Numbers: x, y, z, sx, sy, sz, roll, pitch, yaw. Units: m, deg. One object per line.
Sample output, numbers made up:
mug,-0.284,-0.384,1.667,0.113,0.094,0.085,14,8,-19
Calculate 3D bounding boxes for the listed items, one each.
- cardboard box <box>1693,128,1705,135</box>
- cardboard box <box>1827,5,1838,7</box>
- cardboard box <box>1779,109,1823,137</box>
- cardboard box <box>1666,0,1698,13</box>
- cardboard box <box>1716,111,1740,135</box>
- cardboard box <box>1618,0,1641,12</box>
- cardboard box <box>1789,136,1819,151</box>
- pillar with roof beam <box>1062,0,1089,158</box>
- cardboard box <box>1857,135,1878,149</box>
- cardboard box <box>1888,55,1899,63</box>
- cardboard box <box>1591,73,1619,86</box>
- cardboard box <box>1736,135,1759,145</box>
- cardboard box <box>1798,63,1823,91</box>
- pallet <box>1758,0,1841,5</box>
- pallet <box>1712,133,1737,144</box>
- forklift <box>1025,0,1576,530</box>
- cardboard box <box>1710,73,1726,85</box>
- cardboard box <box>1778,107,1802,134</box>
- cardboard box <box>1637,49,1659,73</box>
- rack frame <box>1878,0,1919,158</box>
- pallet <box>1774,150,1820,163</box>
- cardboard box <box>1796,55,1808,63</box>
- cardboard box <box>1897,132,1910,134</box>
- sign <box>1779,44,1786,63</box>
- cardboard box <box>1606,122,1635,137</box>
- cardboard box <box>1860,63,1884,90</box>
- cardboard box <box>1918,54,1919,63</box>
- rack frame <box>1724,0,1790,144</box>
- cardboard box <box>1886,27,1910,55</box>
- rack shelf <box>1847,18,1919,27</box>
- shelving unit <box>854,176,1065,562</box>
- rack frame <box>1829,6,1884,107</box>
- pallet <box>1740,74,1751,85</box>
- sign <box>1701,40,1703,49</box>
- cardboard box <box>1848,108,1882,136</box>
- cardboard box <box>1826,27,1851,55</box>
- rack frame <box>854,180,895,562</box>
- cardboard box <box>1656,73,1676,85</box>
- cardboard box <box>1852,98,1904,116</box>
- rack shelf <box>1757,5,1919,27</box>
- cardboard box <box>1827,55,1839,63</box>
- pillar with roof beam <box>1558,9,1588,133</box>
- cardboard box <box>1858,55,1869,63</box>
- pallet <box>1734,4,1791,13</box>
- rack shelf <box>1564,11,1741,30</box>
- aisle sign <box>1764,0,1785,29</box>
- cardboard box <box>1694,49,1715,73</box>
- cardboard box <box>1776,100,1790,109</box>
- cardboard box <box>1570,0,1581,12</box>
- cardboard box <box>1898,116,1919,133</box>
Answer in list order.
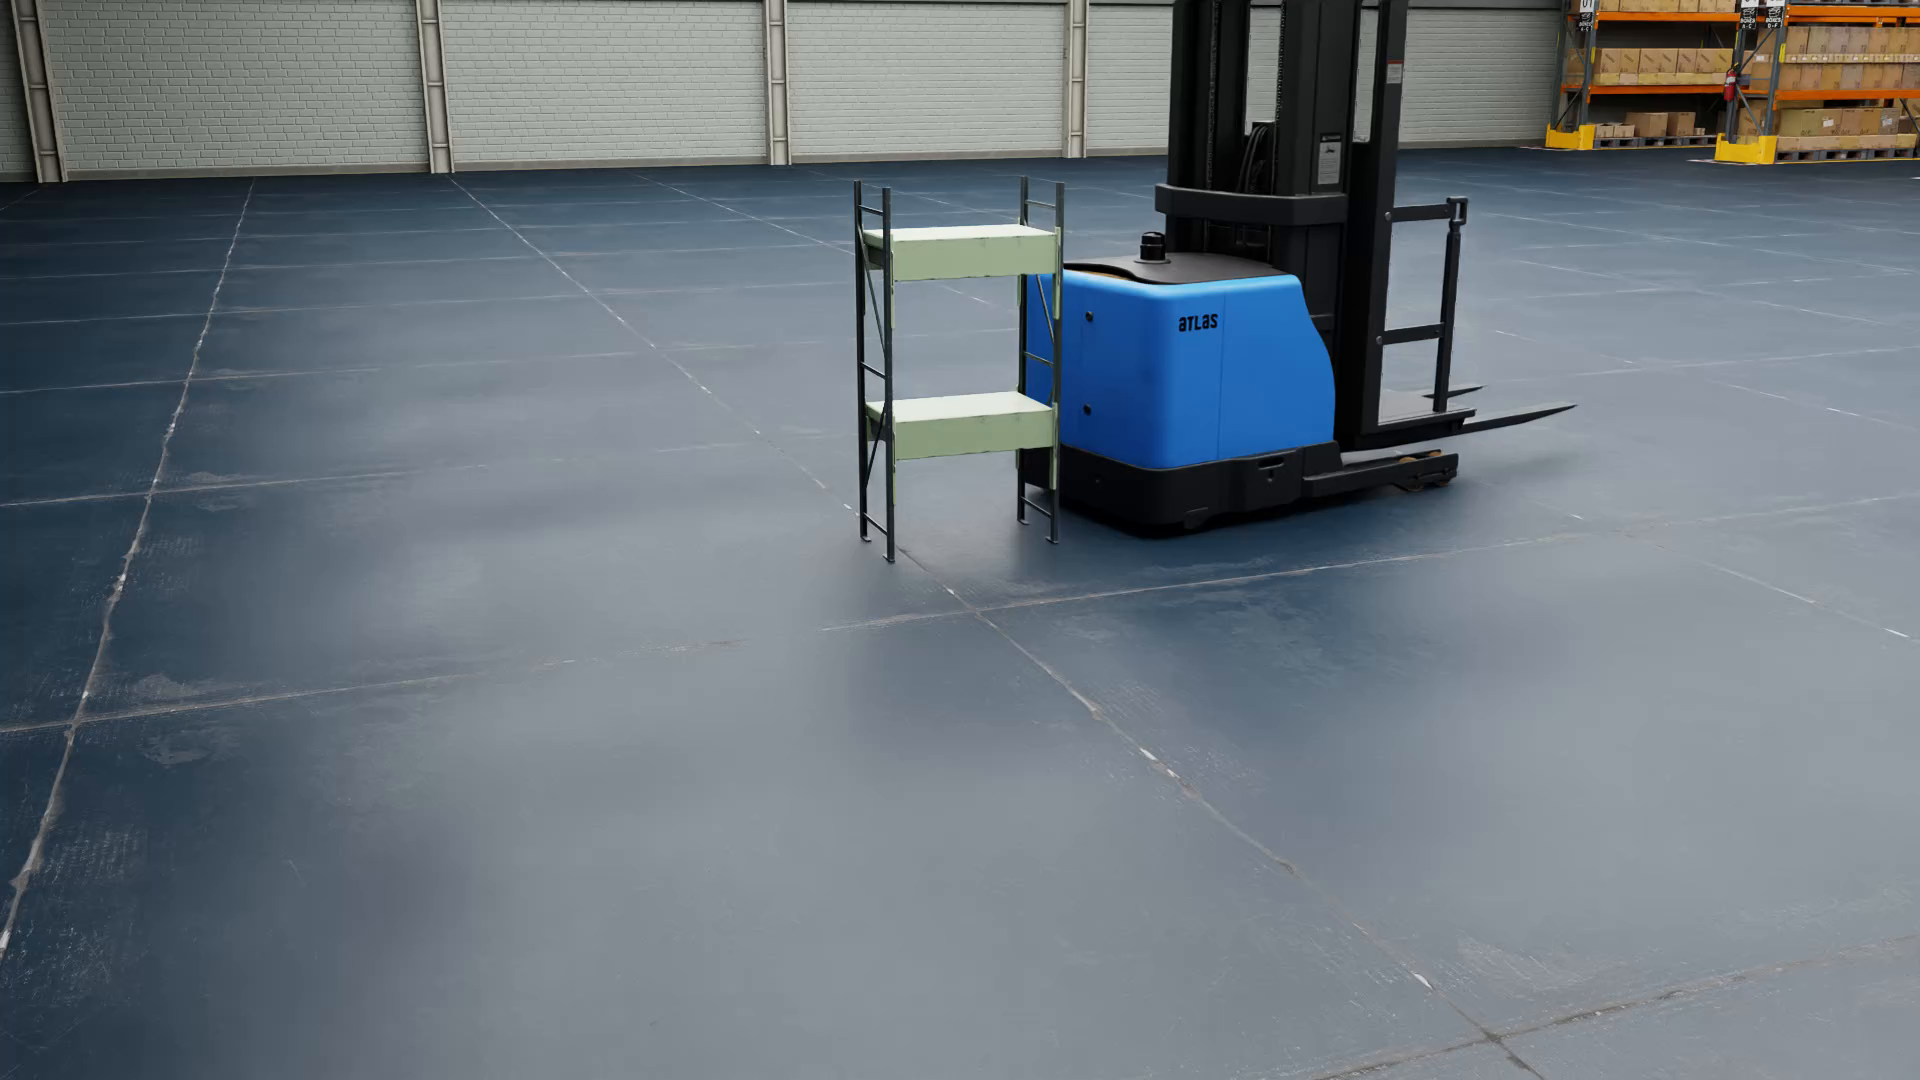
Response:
cardboard box,16.357,-9.116,37.064,0.250,0.166,0.380,-9,18,-27
cardboard box,19.337,-12.121,37.509,0.637,0.503,0.797,-4,17,-12
cardboard box,15.933,-7.908,31.508,0.500,0.500,0.500,-6,17,-20
cardboard box,15.482,-11.593,35.717,0.500,0.500,0.500,-7,18,-22
cardboard box,17.527,-9.416,37.495,0.500,0.500,0.700,-6,17,-18
cardboard box,14.027,-11.432,35.168,0.500,0.500,0.500,-5,17,-16
cardboard box,15.933,-7.549,31.615,0.500,0.250,0.500,-6,17,-20
pillar with roof beam,3.790,-10.757,27.757,0.400,9.000,9.100,-6,17,-20
cardboard box,17.335,-7.699,32.126,0.500,0.250,0.500,-6,17,-20
cardboard box,17.724,-9.220,31.843,0.250,0.149,0.380,-6,17,-20
cardboard box,13.680,-9.826,35.466,0.500,0.250,0.500,-7,18,-22
cardboard box,15.282,-7.634,31.904,0.500,0.250,0.500,-6,17,-20
cardboard box,15.816,-8.766,31.447,0.500,0.500,0.700,-6,17,-19
pallet,15.556,-10.081,30.937,1.213,0.211,1.003,-6,17,-20
pallet,17.572,-9.067,37.599,1.213,0.211,1.003,-6,17,-20
forklift,1.786,-1.746,7.844,3.031,2.935,1.130,-10,19,-32
cardboard box,16.512,-10.136,36.522,0.500,0.250,0.500,-6,17,-20
cardboard box,16.209,-8.099,32.157,0.500,0.500,0.500,-6,17,-20
cardboard box,14.614,-10.287,35.704,0.500,0.500,0.500,-7,18,-22
rack frame,18.622,-9.023,32.501,0.127,3.000,1.000,-6,17,-20
pallet,15.586,-7.370,31.820,1.213,0.211,1.003,-6,17,-20
cardboard box,15.576,-8.989,31.057,0.250,0.149,0.380,-7,18,-22
cardboard box,18.905,-8.023,33.231,0.500,0.250,0.500,-6,18,-21
sign,15.080,-8.926,30.495,0.005,0.325,0.100,-6,17,-20
cardboard box,14.321,-8.947,36.234,0.500,0.311,0.500,-5,17,-15
cardboard box,17.250,-8.920,31.973,0.500,0.500,0.700,-6,17,-19
cardboard box,18.445,-9.298,32.110,0.250,0.149,0.380,-6,17,-20
rack frame,14.887,-8.620,31.127,0.127,3.000,1.000,-6,17,-20
cardboard box,17.738,-9.596,31.971,0.500,0.500,0.700,-6,17,-20
rack shelf,22.448,-12.025,38.676,4.000,0.370,1.077,-6,17,-20
shelving unit,-0.006,-0.719,6.885,0.755,1.500,0.431,-6,17,-20
rack frame,20.581,-10.729,38.311,0.127,3.000,1.000,-6,17,-20
pallet,17.611,-10.273,37.097,1.213,0.211,1.003,-6,17,-20
sign,16.644,-11.027,37.270,0.005,0.325,0.100,-6,17,-20
cardboard box,17.330,-8.062,32.032,0.500,0.500,0.500,-6,17,-20
cardboard box,16.336,-9.445,31.457,0.500,0.500,0.700,-6,17,-20
rack frame,-0.348,-0.682,6.759,0.023,1.500,0.400,-6,17,-20
cardboard box,15.110,-9.982,35.998,0.500,0.250,0.500,-6,17,-20
cardboard box,21.315,-9.939,38.690,0.750,0.750,0.750,-6,18,-21
rack shelf,16.754,-9.915,31.493,4.000,0.370,1.077,-6,17,-20
cardboard box,16.294,-9.066,31.319,0.250,0.149,0.380,-7,18,-22
pillar with roof beam,14.995,-11.967,31.877,0.400,9.000,9.100,-6,17,-20
cardboard box,17.011,-9.143,31.581,0.250,0.149,0.380,-6,17,-18
pallet,17.460,-11.709,36.658,1.003,0.211,1.213,-6,17,-20
rack shelf,14.978,-11.218,35.930,4.000,0.370,1.077,-6,17,-20
aisle sign,14.935,-9.780,30.464,0.004,0.787,0.394,-6,17,-20
cardboard box,16.051,-10.442,36.234,0.500,0.500,0.500,-6,17,-20
cardboard box,18.422,-9.875,37.726,0.500,0.250,0.500,-7,18,-22
cardboard box,13.410,-11.528,35.495,0.500,0.500,0.500,-5,17,-16
cardboard box,18.897,-8.290,33.146,0.500,0.311,0.500,-6,17,-20
